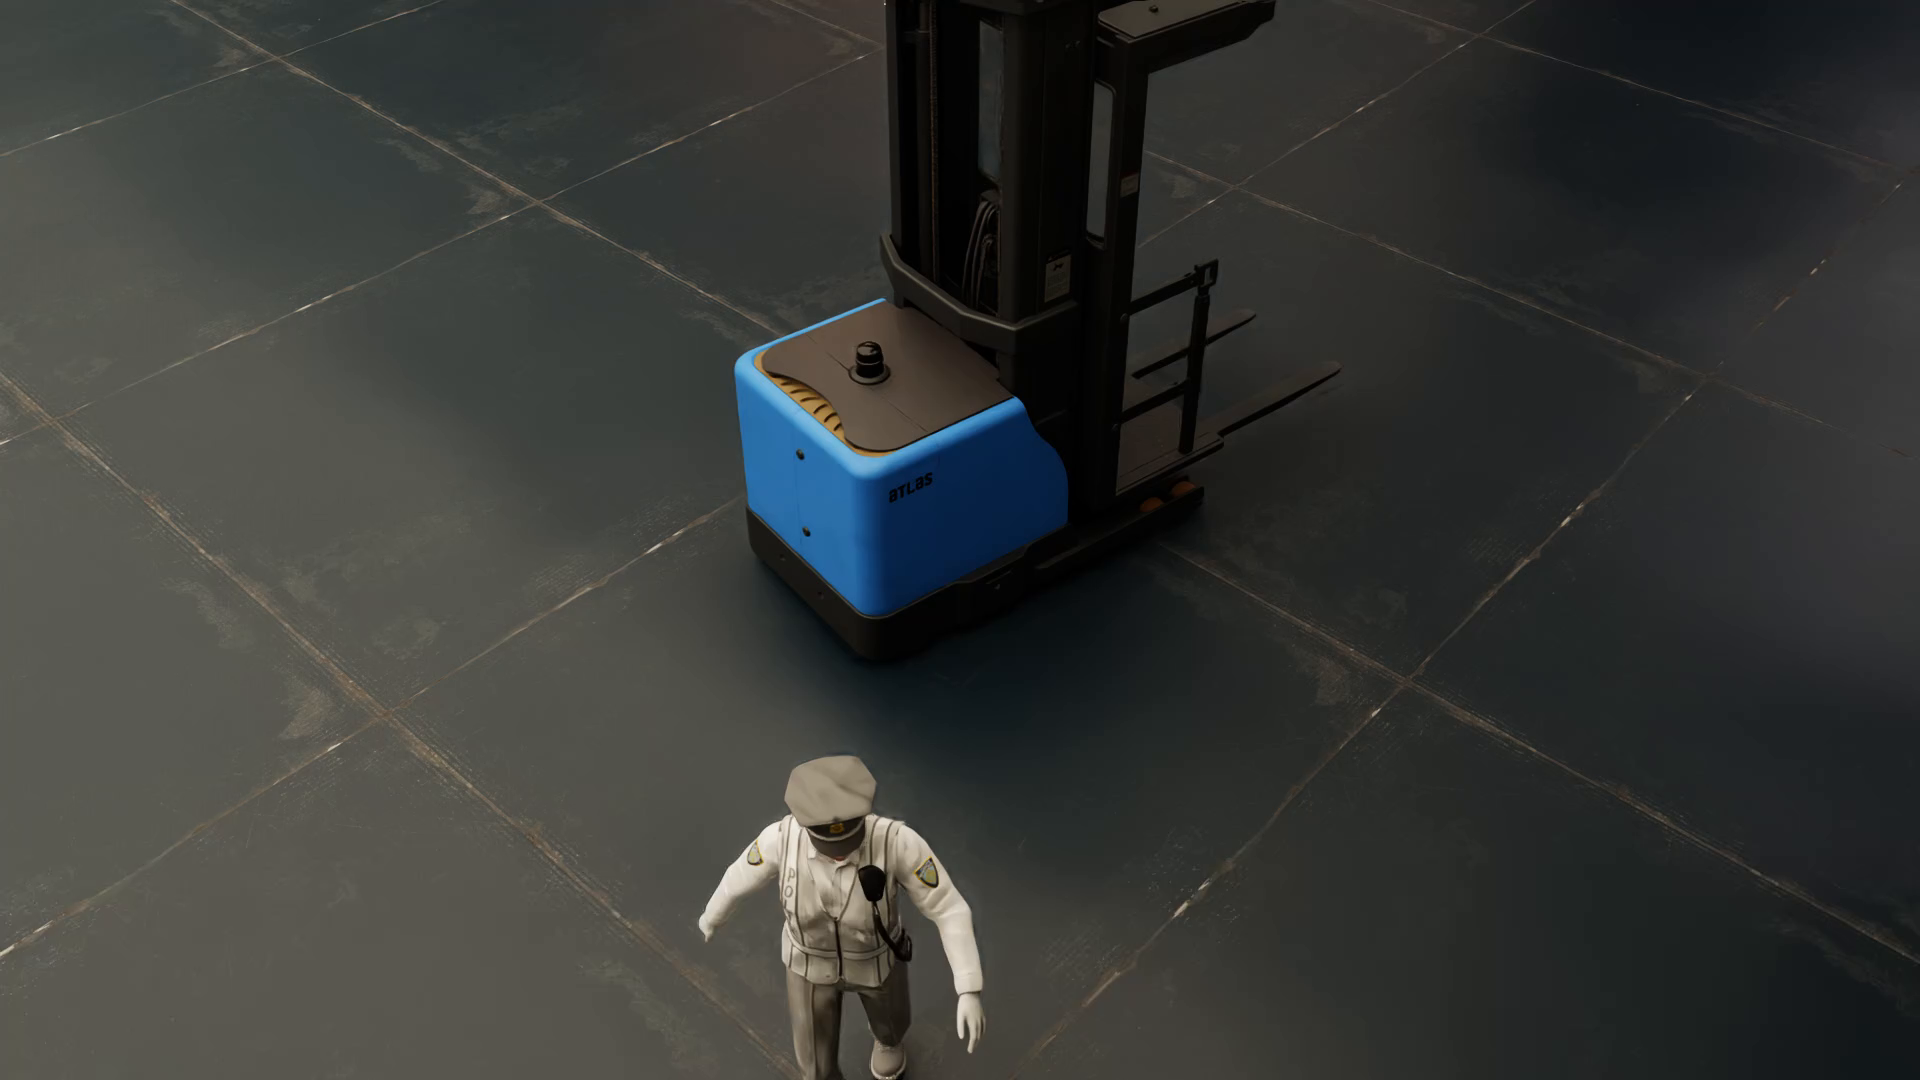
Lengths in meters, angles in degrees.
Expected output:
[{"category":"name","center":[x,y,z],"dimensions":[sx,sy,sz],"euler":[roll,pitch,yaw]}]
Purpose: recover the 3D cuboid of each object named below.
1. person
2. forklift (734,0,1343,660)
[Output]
[{"category":"person","center":[-0.361,1.279,4.939],"dimensions":[0.879,1.650,0.701],"euler":[1,41,1]},{"category":"forklift","center":[0.520,-1.394,7.053],"dimensions":[3.031,2.935,1.130],"euler":[-26,47,-27]}]
